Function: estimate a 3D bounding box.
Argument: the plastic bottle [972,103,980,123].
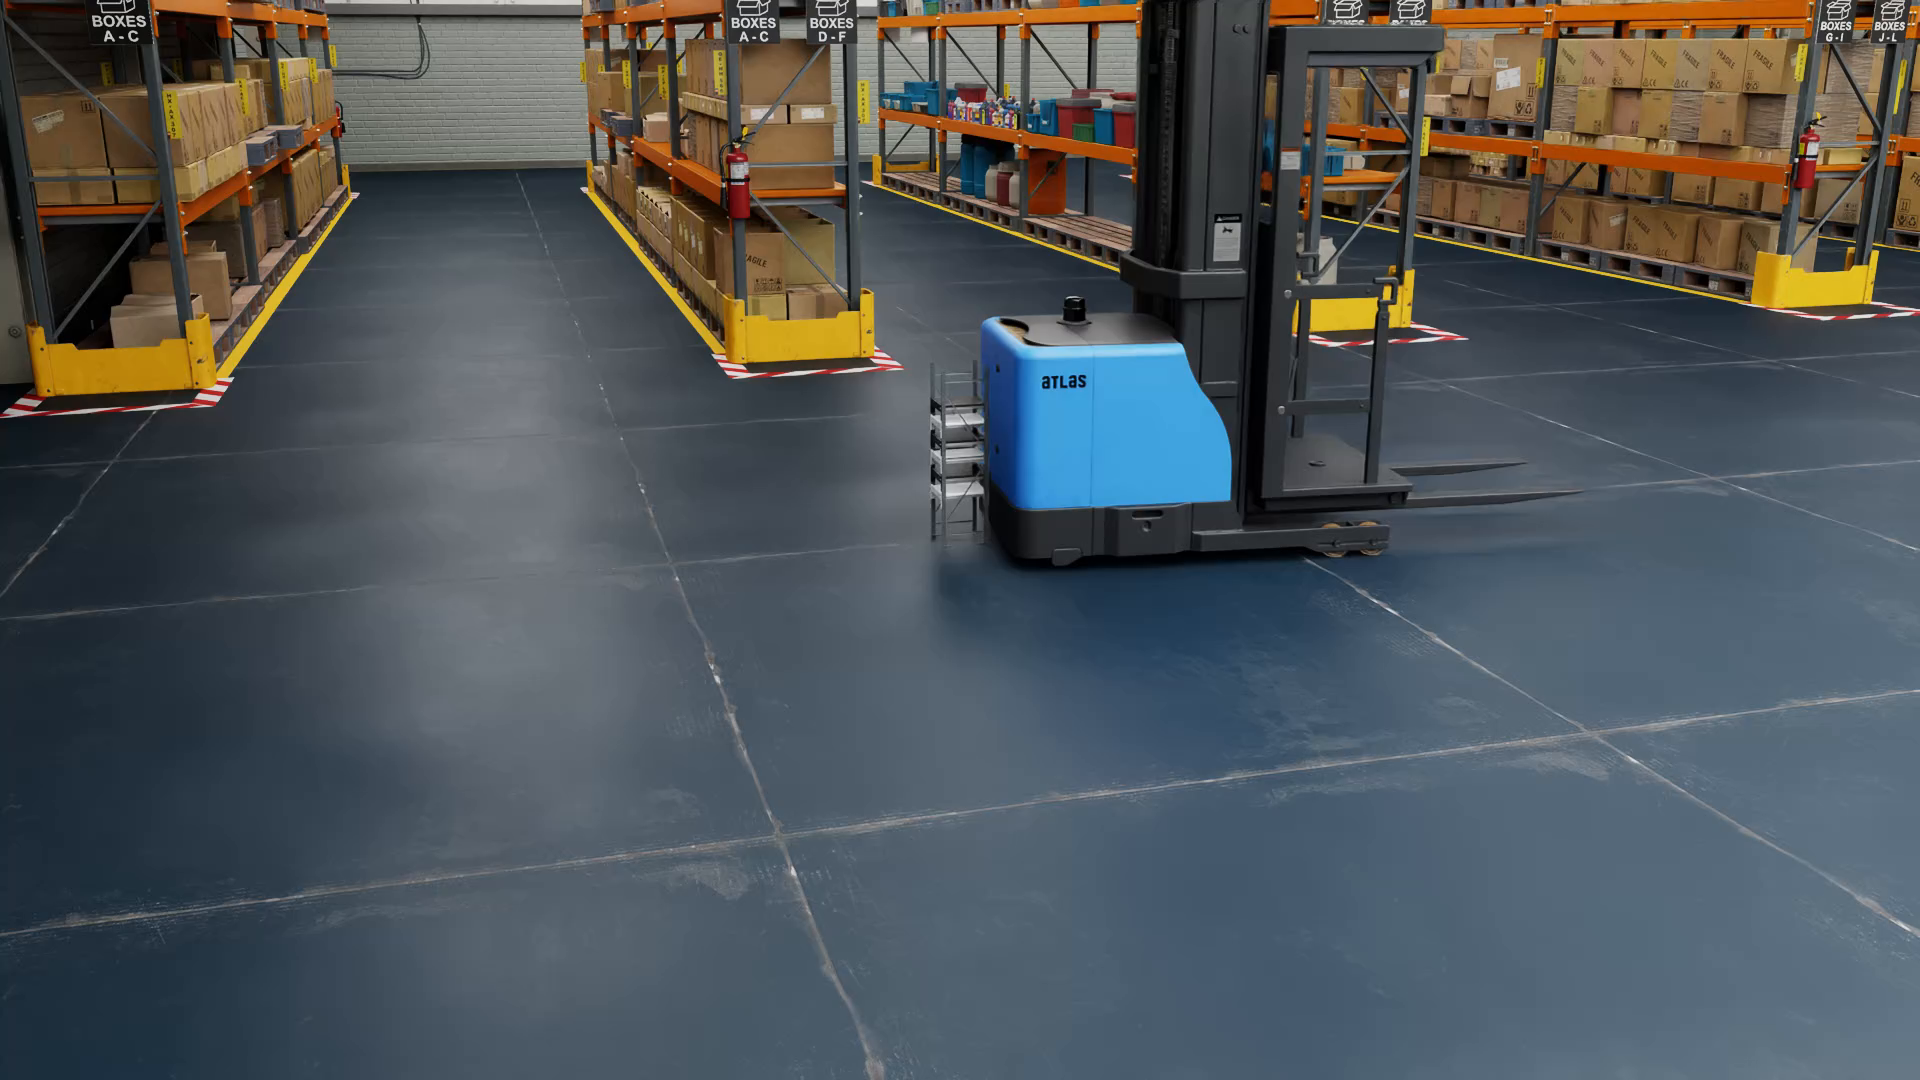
[{"bbox_3d":[0.256,-6.091,23.731,0.152,0.276,0.135,-5,17,-15],"label":"plastic bottle"}]

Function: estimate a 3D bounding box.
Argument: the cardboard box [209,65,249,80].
[{"bbox_3d":[-8.024,-5.127,18.241,0.380,0.149,0.250,-8,18,-24],"label":"cardboard box"}]

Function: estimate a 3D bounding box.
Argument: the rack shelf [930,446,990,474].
[{"bbox_3d":[-0.003,-0.401,8.340,0.258,0.077,0.200,-5,17,-15],"label":"rack shelf"}]

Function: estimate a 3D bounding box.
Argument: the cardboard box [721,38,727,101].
[{"bbox_3d":[-1.570,-3.878,13.719,0.700,0.500,0.500,-5,17,-17],"label":"cardboard box"}]

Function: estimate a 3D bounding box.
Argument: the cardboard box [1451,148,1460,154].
[{"bbox_3d":[8.958,-6.938,29.526,0.380,0.149,0.250,-5,18,-17],"label":"cardboard box"}]

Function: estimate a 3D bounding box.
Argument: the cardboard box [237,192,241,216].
[{"bbox_3d":[-7.640,-3.473,17.076,0.500,0.250,0.500,-5,17,-17],"label":"cardboard box"}]

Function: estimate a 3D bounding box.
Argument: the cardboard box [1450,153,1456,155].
[{"bbox_3d":[9.016,-6.870,29.818,0.380,0.149,0.250,-4,17,-13],"label":"cardboard box"}]

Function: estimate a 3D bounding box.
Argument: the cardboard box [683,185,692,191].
[{"bbox_3d":[-3.107,-4.159,20.159,0.500,0.311,0.500,-4,17,-14],"label":"cardboard box"}]

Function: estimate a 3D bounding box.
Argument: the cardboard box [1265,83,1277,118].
[{"bbox_3d":[4.964,-6.782,25.643,0.500,0.500,0.500,-5,17,-15],"label":"cardboard box"}]

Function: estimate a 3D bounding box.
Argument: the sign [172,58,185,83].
[{"bbox_3d":[-8.783,-5.249,18.699,0.100,0.325,0.005,-5,17,-15],"label":"sign"}]

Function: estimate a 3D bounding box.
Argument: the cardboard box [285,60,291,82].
[{"bbox_3d":[-8.275,-5.593,19.827,0.500,0.250,0.500,-5,17,-16],"label":"cardboard box"}]

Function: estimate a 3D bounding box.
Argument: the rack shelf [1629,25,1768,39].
[{"bbox_3d":[13.918,-9.449,30.731,1.077,0.370,4.000,-5,17,-15],"label":"rack shelf"}]

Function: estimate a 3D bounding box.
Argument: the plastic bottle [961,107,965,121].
[{"bbox_3d":[0.070,-6.213,24.267,0.097,0.201,0.097,0,17,0],"label":"plastic bottle"}]

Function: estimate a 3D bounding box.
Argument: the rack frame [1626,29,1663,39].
[{"bbox_3d":[13.368,-8.910,32.901,1.000,3.000,0.127,-5,17,-15],"label":"rack frame"}]

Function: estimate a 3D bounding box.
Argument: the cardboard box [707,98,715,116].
[{"bbox_3d":[-2.006,-3.797,14.577,0.380,0.149,0.250,-5,17,-16],"label":"cardboard box"}]

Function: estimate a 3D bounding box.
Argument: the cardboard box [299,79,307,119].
[{"bbox_3d":[-8.700,-5.658,21.347,0.500,0.500,0.500,-5,17,-15],"label":"cardboard box"}]

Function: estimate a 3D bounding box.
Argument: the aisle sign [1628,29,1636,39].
[{"bbox_3d":[13.069,-10.152,32.517,0.394,0.787,0.004,-5,17,-15],"label":"aisle sign"}]

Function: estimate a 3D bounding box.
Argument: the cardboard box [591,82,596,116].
[{"bbox_3d":[-5.536,-6.967,26.260,0.500,0.500,0.500,-5,17,-15],"label":"cardboard box"}]

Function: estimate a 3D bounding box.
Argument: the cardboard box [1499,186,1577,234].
[{"bbox_3d":[6.989,-3.992,20.110,0.700,0.500,0.500,-6,18,-20],"label":"cardboard box"}]

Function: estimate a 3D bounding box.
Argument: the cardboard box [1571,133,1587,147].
[{"bbox_3d":[7.059,-4.467,18.545,0.380,0.149,0.250,-5,17,-15],"label":"cardboard box"}]

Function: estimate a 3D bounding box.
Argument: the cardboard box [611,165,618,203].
[{"bbox_3d":[-4.689,-5.099,23.792,0.500,0.500,0.500,-6,18,-18],"label":"cardboard box"}]

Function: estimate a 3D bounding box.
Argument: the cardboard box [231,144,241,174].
[{"bbox_3d":[-6.600,-3.325,14.532,0.500,0.250,0.500,-5,17,-15],"label":"cardboard box"}]

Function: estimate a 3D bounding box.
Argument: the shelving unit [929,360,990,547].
[{"bbox_3d":[-0.003,-0.433,8.330,0.258,0.900,0.210,-5,17,-15],"label":"shelving unit"}]

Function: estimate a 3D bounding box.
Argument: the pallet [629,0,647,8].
[{"bbox_3d":[-3.215,-6.297,19.316,1.213,0.211,1.003,-4,17,-13],"label":"pallet"}]

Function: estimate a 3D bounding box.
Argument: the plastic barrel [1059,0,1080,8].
[{"bbox_3d":[1.472,-6.739,19.713,0.600,0.830,0.708,-5,17,-15],"label":"plastic barrel"}]

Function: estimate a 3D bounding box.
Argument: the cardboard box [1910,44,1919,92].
[{"bbox_3d":[12.002,-5.656,19.929,0.875,0.550,0.550,-5,17,-15],"label":"cardboard box"}]

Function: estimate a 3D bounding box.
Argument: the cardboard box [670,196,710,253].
[{"bbox_3d":[-2.562,-3.116,16.356,0.500,0.500,0.500,-5,17,-15],"label":"cardboard box"}]

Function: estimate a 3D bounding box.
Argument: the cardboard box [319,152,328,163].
[{"bbox_3d":[-9.518,-5.629,24.463,0.380,0.149,0.250,-5,17,-17],"label":"cardboard box"}]

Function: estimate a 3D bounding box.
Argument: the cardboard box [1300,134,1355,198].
[{"bbox_3d":[5.631,-5.537,24.635,1.225,0.875,0.875,-5,17,-15],"label":"cardboard box"}]

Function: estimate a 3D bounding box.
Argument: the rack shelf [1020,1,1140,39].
[{"bbox_3d":[1.825,-6.061,19.452,1.077,0.370,4.000,-5,17,-15],"label":"rack shelf"}]

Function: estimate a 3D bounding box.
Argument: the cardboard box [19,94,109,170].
[{"bbox_3d":[-6.385,-2.937,11.937,0.500,0.500,0.500,-5,17,-16],"label":"cardboard box"}]

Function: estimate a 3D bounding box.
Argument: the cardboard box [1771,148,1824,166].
[{"bbox_3d":[7.960,-3.643,15.803,0.380,0.149,0.250,-5,17,-15],"label":"cardboard box"}]

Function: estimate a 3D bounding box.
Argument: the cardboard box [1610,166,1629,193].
[{"bbox_3d":[10.263,-5.587,25.454,0.500,0.500,0.500,-4,17,-13],"label":"cardboard box"}]

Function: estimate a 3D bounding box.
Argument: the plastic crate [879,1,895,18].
[{"bbox_3d":[-1.085,-8.981,28.148,0.497,0.269,0.590,-5,17,-15],"label":"plastic crate"}]

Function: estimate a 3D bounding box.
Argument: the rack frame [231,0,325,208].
[{"bbox_3d":[-9.349,-5.845,22.698,1.000,3.000,0.127,-5,17,-15],"label":"rack frame"}]

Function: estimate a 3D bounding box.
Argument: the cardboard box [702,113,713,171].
[{"bbox_3d":[-1.975,-3.666,15.270,0.700,0.500,0.500,-4,17,-14],"label":"cardboard box"}]

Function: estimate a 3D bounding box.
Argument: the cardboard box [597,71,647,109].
[{"bbox_3d":[-4.672,-6.338,23.435,0.700,0.500,0.500,-12,20,-34],"label":"cardboard box"}]

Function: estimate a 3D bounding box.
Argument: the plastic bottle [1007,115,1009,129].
[{"bbox_3d":[0.677,-5.602,22.234,0.097,0.201,0.097,0,17,0],"label":"plastic bottle"}]

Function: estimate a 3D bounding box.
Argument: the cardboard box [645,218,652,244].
[{"bbox_3d":[-3.339,-3.566,19.158,0.500,0.250,0.500,-5,17,-17],"label":"cardboard box"}]

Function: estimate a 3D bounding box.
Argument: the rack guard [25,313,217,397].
[{"bbox_3d":[-6.072,-1.350,12.077,1.175,0.500,0.348,-5,17,-15],"label":"rack guard"}]

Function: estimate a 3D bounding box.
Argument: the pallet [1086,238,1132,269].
[{"bbox_3d":[2.122,-3.294,19.053,1.003,0.211,1.213,-5,17,-15],"label":"pallet"}]

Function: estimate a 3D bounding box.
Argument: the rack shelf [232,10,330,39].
[{"bbox_3d":[-9.899,-7.491,24.212,1.077,0.370,4.000,-5,17,-15],"label":"rack shelf"}]

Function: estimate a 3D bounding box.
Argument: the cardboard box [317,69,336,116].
[{"bbox_3d":[-10.299,-6.955,25.871,0.980,0.700,0.700,-4,17,-13],"label":"cardboard box"}]

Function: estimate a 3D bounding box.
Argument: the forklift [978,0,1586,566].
[{"bbox_3d":[1.660,-1.463,8.228,3.031,2.935,1.130,-3,17,-9],"label":"forklift"}]

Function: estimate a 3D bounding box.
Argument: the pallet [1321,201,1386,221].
[{"bbox_3d":[5.894,-4.802,24.073,1.003,0.211,1.213,-5,17,-15],"label":"pallet"}]

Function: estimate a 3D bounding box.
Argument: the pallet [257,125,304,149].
[{"bbox_3d":[-7.952,-4.458,18.414,1.213,0.211,1.003,-5,17,-15],"label":"pallet"}]

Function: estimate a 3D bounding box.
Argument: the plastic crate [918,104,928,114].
[{"bbox_3d":[-0.389,-6.814,26.296,0.437,0.125,0.590,-5,17,-15],"label":"plastic crate"}]

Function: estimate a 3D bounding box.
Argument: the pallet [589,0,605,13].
[{"bbox_3d":[-4.475,-7.399,22.982,1.213,0.211,1.003,-5,17,-15],"label":"pallet"}]

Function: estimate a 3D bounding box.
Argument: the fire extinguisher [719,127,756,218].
[{"bbox_3d":[-1.704,-2.812,12.735,0.296,0.674,0.183,-5,17,-15],"label":"fire extinguisher"}]

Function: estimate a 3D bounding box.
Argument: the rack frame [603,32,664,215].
[{"bbox_3d":[-4.587,-6.238,24.005,1.000,3.000,0.127,-5,17,-15],"label":"rack frame"}]

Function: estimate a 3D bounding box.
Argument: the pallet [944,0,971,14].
[{"bbox_3d":[0.486,-7.766,24.205,1.213,0.211,1.003,-5,17,-15],"label":"pallet"}]

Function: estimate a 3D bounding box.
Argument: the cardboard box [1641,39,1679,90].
[{"bbox_3d":[7.440,-4.918,17.182,0.500,0.500,0.500,-5,17,-15],"label":"cardboard box"}]

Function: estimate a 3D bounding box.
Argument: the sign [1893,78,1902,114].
[{"bbox_3d":[8.758,-4.159,15.577,0.100,0.325,0.005,-5,17,-15],"label":"sign"}]

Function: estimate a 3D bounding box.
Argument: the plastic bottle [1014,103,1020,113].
[{"bbox_3d":[0.820,-6.127,23.858,0.097,0.271,0.097,0,17,0],"label":"plastic bottle"}]
